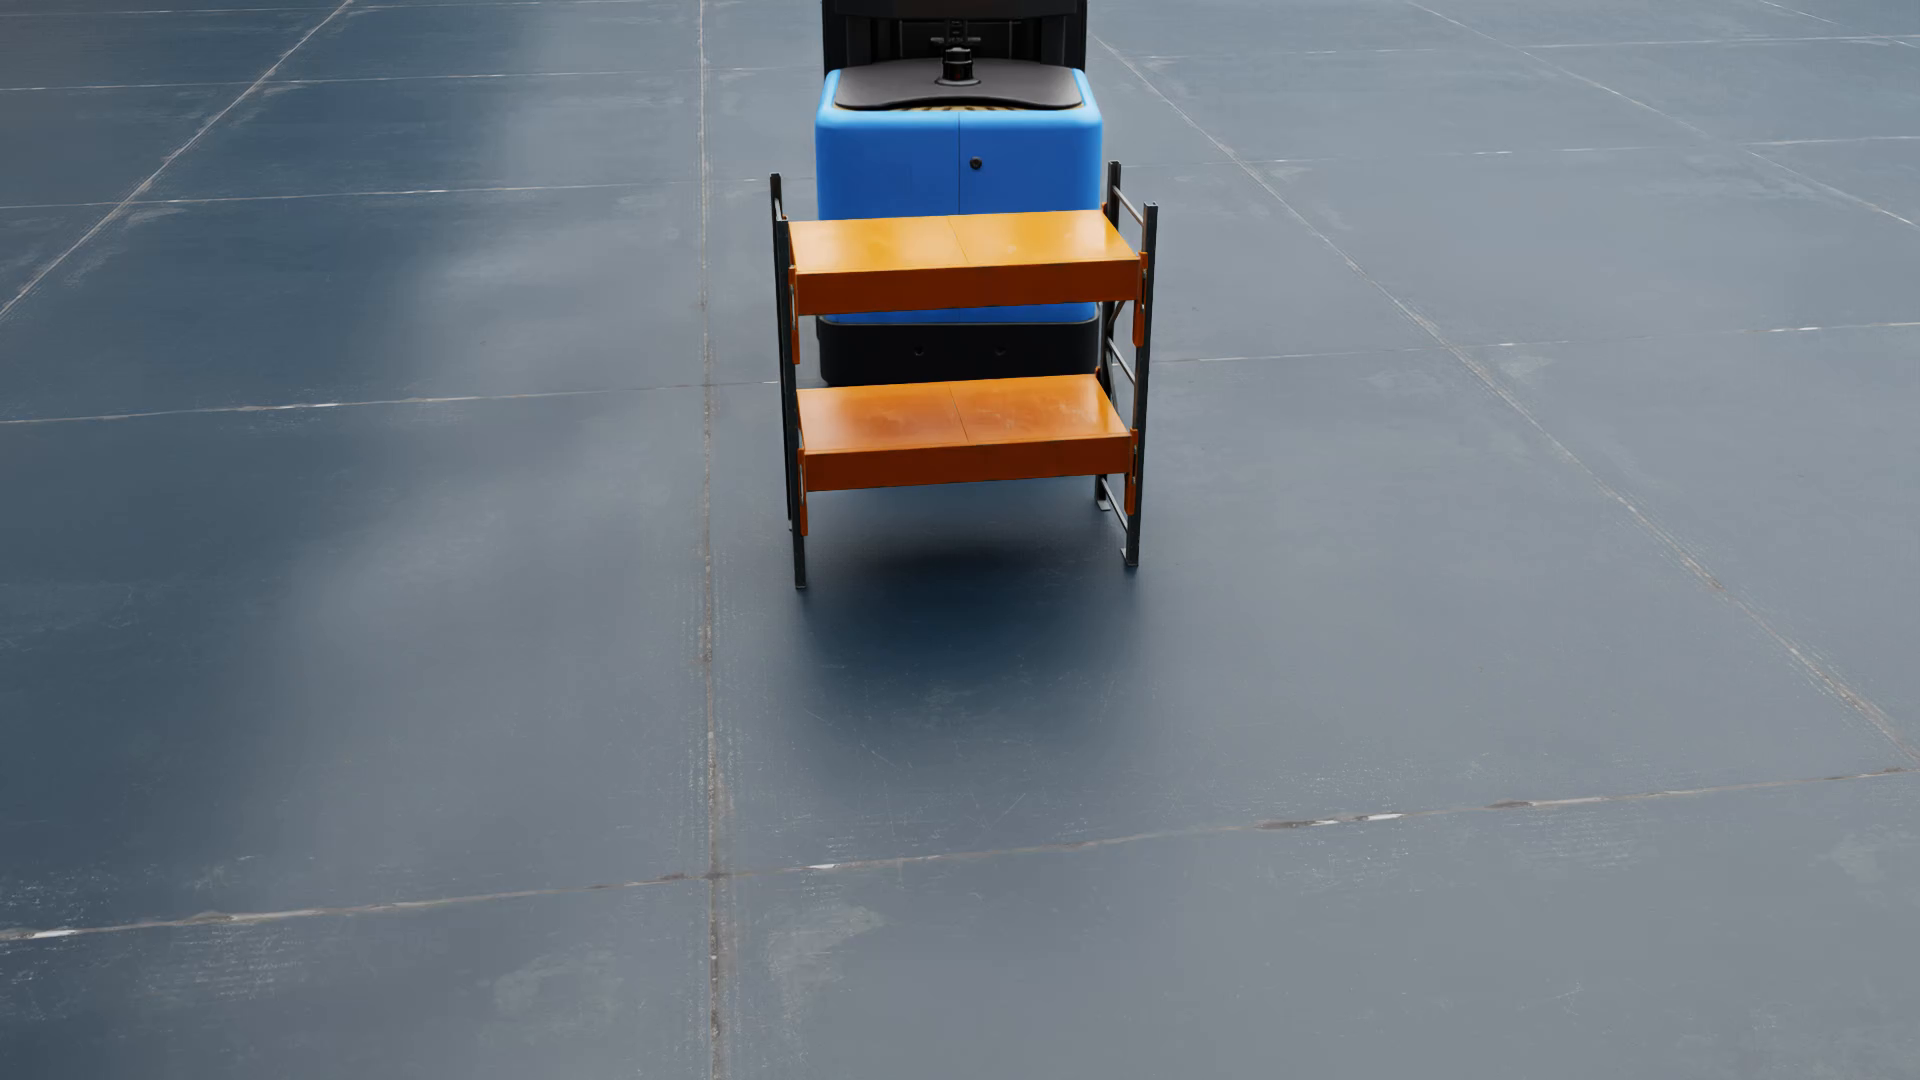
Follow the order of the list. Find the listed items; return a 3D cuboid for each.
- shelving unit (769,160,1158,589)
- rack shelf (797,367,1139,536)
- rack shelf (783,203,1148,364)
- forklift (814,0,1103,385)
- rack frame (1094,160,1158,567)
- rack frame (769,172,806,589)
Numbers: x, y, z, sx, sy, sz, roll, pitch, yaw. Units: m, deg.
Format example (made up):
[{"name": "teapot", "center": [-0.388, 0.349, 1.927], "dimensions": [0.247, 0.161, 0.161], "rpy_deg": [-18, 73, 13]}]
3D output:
[{"name": "shelving unit", "center": [-0.007, -0.500, 4.992], "dimensions": [1.048, 1.125, 0.538], "rpy_deg": [-4, 27, -7]}, {"name": "rack shelf", "center": [-0.007, -0.282, 5.104], "dimensions": [1.000, 0.278, 0.538], "rpy_deg": [-4, 27, -7]}, {"name": "rack shelf", "center": [-0.007, -0.760, 4.859], "dimensions": [1.000, 0.278, 0.538], "rpy_deg": [-4, 27, -7]}, {"name": "forklift", "center": [-0.027, -2.512, 6.936], "dimensions": [1.130, 2.935, 3.031], "rpy_deg": [0, 27, -1]}, {"name": "rack frame", "center": [0.497, -0.532, 5.055], "dimensions": [0.032, 1.125, 0.500], "rpy_deg": [-4, 27, -7]}, {"name": "rack frame", "center": [-0.510, -0.468, 4.929], "dimensions": [0.032, 1.125, 0.500], "rpy_deg": [-4, 27, -7]}]
